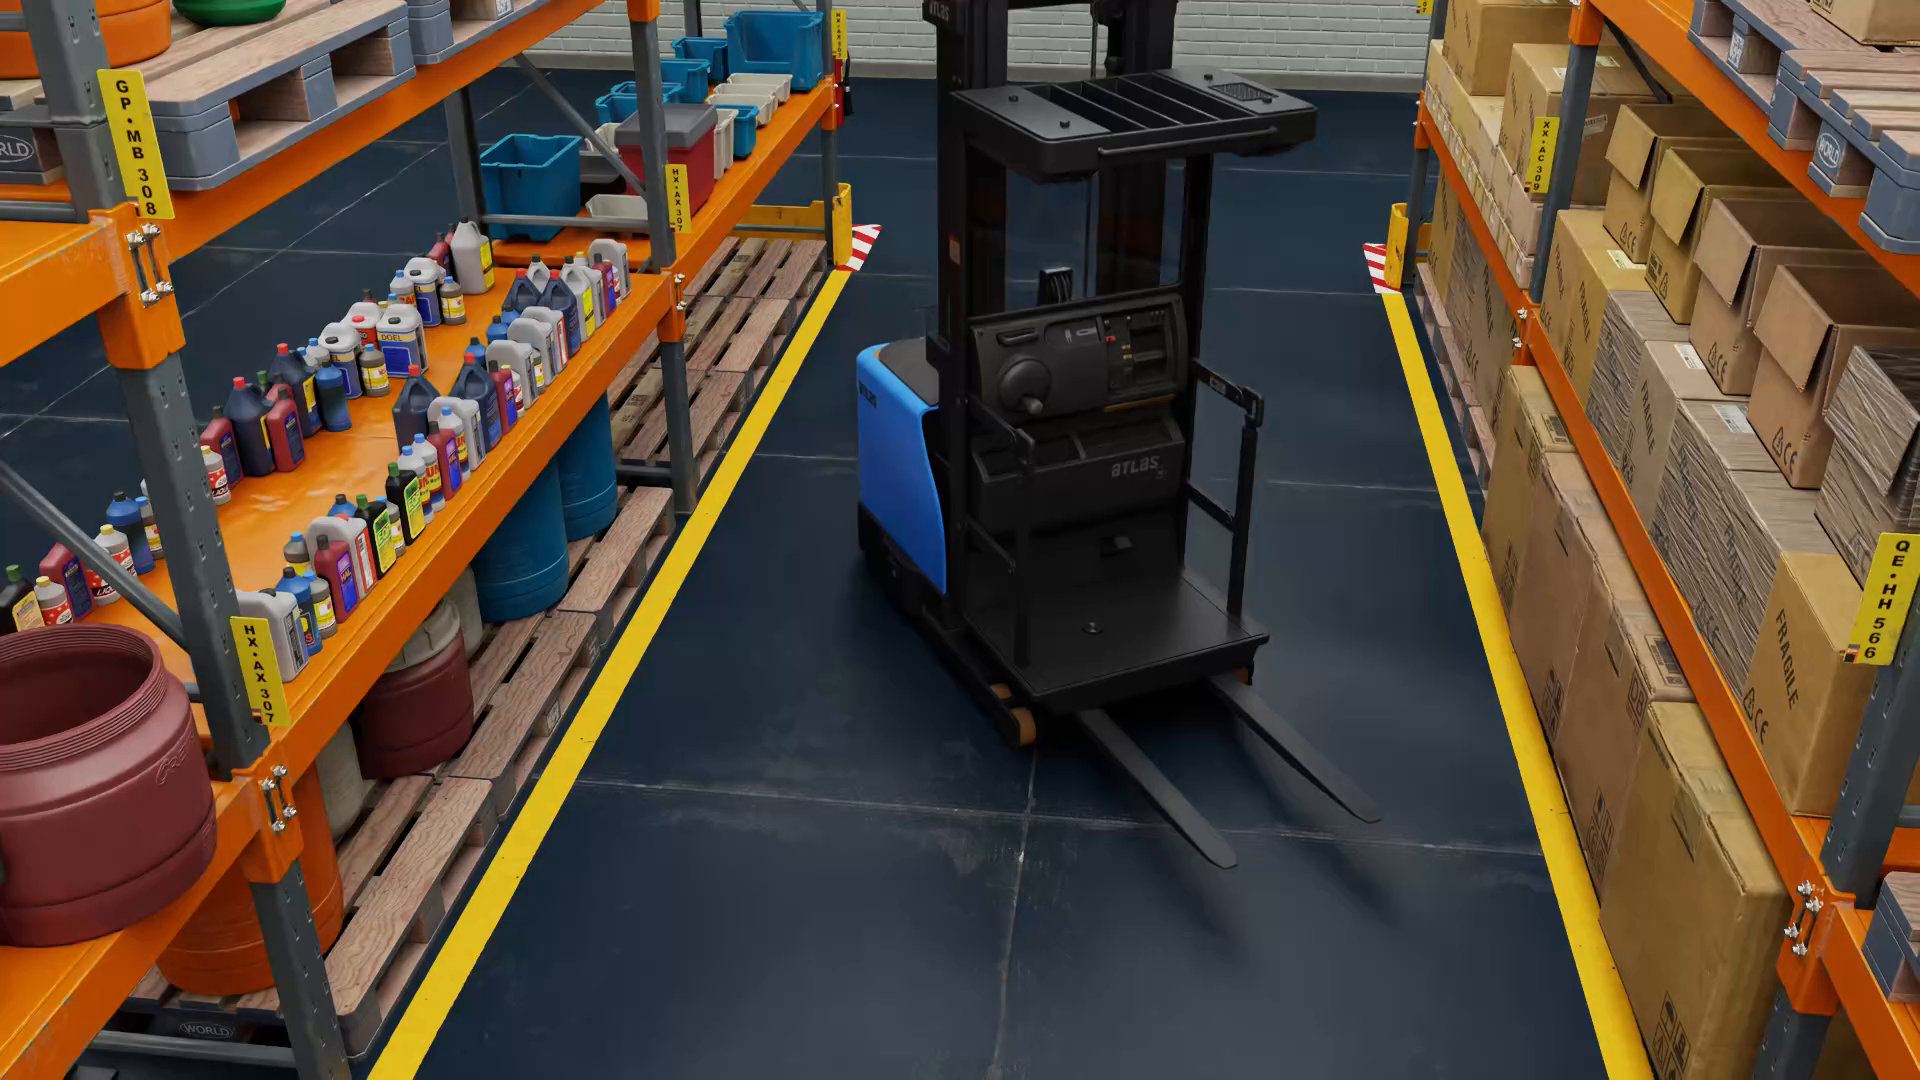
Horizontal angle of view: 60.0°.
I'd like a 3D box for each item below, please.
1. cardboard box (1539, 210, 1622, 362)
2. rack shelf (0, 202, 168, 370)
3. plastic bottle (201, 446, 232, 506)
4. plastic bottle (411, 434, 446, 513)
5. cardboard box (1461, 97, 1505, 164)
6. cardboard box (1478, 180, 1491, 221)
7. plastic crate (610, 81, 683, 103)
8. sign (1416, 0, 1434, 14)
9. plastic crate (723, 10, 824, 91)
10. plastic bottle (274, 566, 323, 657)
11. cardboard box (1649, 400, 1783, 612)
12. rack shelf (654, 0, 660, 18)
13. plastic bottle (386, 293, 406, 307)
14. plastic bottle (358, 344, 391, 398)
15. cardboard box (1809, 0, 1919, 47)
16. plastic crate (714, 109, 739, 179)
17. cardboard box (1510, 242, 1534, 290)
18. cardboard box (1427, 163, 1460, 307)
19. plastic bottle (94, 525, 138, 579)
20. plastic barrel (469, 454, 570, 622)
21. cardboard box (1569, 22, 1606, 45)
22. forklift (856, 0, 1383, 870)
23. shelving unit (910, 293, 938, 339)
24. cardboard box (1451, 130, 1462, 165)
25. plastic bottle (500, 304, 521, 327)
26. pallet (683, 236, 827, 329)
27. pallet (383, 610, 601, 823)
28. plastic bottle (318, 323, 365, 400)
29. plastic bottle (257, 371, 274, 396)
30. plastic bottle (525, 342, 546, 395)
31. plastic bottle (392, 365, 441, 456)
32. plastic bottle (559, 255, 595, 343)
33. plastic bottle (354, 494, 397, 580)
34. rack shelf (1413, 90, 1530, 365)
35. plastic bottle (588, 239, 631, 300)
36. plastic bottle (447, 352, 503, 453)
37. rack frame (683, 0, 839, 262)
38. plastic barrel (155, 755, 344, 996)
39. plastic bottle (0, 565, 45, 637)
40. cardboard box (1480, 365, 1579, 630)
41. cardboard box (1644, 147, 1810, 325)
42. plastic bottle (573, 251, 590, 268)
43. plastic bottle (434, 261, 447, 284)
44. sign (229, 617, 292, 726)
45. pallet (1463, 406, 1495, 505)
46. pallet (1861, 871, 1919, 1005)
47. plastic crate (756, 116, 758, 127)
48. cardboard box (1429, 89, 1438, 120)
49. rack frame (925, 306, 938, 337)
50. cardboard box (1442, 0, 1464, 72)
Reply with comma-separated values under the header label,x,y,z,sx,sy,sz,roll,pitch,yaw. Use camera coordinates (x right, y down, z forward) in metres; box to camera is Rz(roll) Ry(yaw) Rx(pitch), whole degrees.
label,x,y,z,sx,sy,sz,roll,pitch,yaw
cardboard box,2.754,-1.053,6.937,0.500,0.500,0.500,3,29,6
rack shelf,-2.592,0.322,2.086,1.077,0.370,4.000,3,28,6
plastic bottle,-2.577,-0.226,5.717,0.097,0.201,0.097,0,28,0
plastic bottle,-1.819,-0.232,5.654,0.097,0.271,0.097,0,28,0
cardboard box,3.041,-2.221,9.055,0.500,0.250,0.500,3,28,5
cardboard box,2.896,-1.747,8.596,0.380,0.149,0.250,4,29,7
plastic crate,-1.885,-2.618,10.059,0.416,0.233,0.300,3,28,6
sign,2.999,-3.545,10.671,0.100,0.325,0.005,3,28,6
plastic crate,-1.223,-3.255,11.029,0.616,0.435,0.499,3,28,6
plastic bottle,-1.932,0.203,4.847,0.097,0.271,0.097,0,28,0
cardboard box,2.510,-0.098,5.163,0.500,0.500,0.500,2,28,5
rack shelf,-1.612,-3.444,9.076,1.077,0.370,4.000,3,28,6
plastic bottle,-2.390,-0.945,7.050,0.097,0.201,0.097,0,28,0
plastic bottle,-2.308,-0.672,6.544,0.097,0.201,0.097,0,28,0
cardboard box,2.590,-1.580,4.310,0.500,0.500,0.500,5,29,9
plastic crate,-1.487,-2.181,9.198,0.437,0.282,0.530,3,28,6
cardboard box,2.771,-1.263,7.696,0.380,0.149,0.250,4,29,6
cardboard box,3.550,-2.037,10.667,0.875,0.875,0.875,3,28,6
plastic bottle,-2.649,0.049,5.207,0.097,0.201,0.097,0,28,0
plastic barrel,-2.027,-0.172,7.175,0.600,0.901,0.708,3,28,6
cardboard box,3.750,-3.244,10.163,0.500,0.500,0.500,4,29,7
forklift,0.580,-0.687,6.436,1.130,2.935,3.031,-12,31,-21
shelving unit,-0.090,-0.622,8.138,0.258,1.200,0.189,-12,31,-21
cardboard box,3.023,-2.230,9.491,0.380,0.149,0.250,3,28,6
plastic bottle,-1.817,-0.827,6.758,0.097,0.271,0.097,0,28,0
pallet,-1.507,-1.768,11.309,1.003,0.211,1.213,3,28,6
pallet,-2.140,0.665,6.792,1.003,0.211,1.213,3,28,6
plastic bottle,-2.434,-0.703,6.524,0.152,0.276,0.135,3,28,6
plastic bottle,-2.542,-0.468,6.078,0.061,0.283,0.133,3,28,6
plastic bottle,-1.695,-0.678,6.556,0.097,0.201,0.097,0,28,0
plastic bottle,-1.947,-0.452,5.979,0.144,0.351,0.185,3,28,6
plastic bottle,-1.645,-1.025,7.043,0.144,0.351,0.185,3,28,6
plastic bottle,-1.855,-0.028,5.262,0.061,0.283,0.133,3,28,6
rack shelf,3.304,-1.836,9.253,1.077,0.370,4.000,3,28,6
plastic bottle,-1.585,-1.240,7.520,0.152,0.276,0.135,3,28,6
plastic bottle,-1.780,-0.507,6.080,0.144,0.351,0.185,3,28,6
rack frame,-1.367,-3.382,11.364,1.000,3.000,0.127,3,28,6
plastic barrel,-2.304,0.923,5.219,0.600,0.830,0.708,3,28,6
plastic bottle,-2.721,0.220,4.802,0.061,0.283,0.133,3,28,6
cardboard box,3.000,-0.158,7.178,1.225,0.875,0.875,3,29,6
cardboard box,2.893,-1.073,5.916,0.797,0.503,0.637,4,29,7
plastic bottle,-1.711,-1.206,7.535,0.097,0.201,0.097,0,28,0
plastic bottle,-2.338,-1.145,7.423,0.097,0.201,0.097,0,28,0
sign,-1.800,0.341,4.283,0.100,0.325,0.005,3,28,6
pallet,3.229,-0.337,8.653,1.003,0.211,1.213,3,28,6
pallet,2.587,1.098,3.252,1.213,0.211,1.003,3,28,6
plastic crate,-1.365,-2.489,9.922,0.298,0.136,0.250,3,28,6
cardboard box,3.148,-2.714,10.391,0.380,0.149,0.250,3,28,5
rack frame,-0.052,-0.582,8.065,0.240,1.200,0.006,-12,31,-21
cardboard box,3.161,-3.043,9.790,0.500,0.500,0.500,3,28,5
